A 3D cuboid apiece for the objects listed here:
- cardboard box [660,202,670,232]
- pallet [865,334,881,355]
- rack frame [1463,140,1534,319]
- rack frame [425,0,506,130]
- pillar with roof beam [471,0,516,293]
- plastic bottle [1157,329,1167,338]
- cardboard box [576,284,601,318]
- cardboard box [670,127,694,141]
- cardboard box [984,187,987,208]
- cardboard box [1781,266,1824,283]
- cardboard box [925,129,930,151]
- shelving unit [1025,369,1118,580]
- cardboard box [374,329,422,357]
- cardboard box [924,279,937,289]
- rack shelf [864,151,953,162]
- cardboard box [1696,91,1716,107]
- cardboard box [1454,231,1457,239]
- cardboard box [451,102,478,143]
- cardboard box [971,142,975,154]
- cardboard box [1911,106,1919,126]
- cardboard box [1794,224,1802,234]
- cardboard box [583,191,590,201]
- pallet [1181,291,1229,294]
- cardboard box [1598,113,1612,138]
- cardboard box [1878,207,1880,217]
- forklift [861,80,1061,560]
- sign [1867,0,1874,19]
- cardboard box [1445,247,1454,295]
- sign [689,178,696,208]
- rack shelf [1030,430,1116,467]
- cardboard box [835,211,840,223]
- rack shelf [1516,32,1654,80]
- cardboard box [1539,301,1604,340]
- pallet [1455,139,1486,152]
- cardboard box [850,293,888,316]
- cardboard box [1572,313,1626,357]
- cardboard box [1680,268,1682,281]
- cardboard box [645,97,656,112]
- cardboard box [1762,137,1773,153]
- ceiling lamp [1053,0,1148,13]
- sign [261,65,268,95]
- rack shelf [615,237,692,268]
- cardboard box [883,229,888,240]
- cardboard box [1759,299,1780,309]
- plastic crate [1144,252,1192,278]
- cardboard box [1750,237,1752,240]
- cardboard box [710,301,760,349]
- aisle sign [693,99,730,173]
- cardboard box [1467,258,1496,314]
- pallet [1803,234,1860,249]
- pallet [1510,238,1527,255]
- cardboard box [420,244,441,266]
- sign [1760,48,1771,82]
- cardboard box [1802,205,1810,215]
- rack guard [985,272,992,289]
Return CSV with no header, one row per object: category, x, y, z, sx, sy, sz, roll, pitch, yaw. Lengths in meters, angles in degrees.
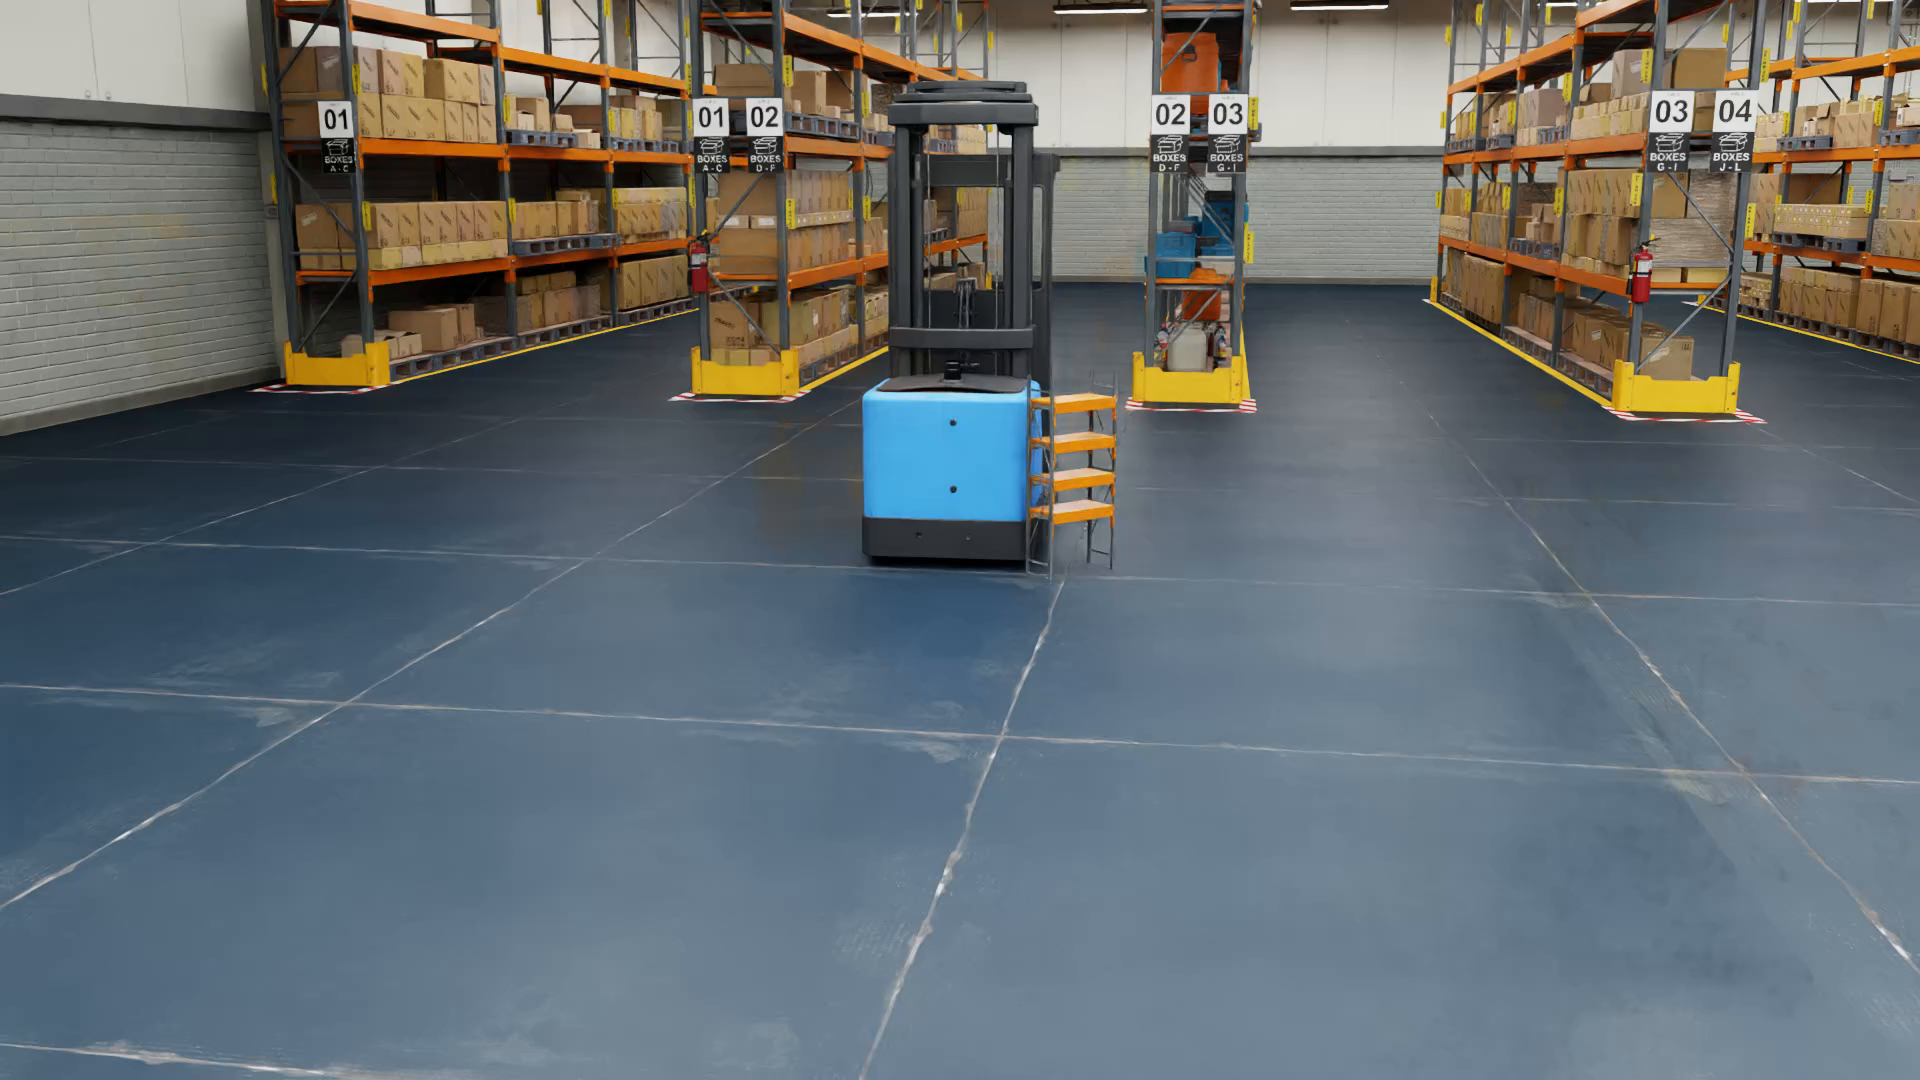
cardboard box,-5.427,-5.670,29.191,0.500,0.500,0.500,2,12,9
pallet,-1.711,-2.747,23.240,1.003,0.211,1.213,2,12,9
rack frame,9.233,-5.299,28.463,1.000,3.000,0.127,2,12,9
rack frame,-6.681,-7.048,22.338,1.000,3.000,0.127,2,12,9
pillar with roof beam,-2.867,-7.499,24.428,9.100,9.000,0.400,2,12,9
plastic bottle,2.451,-2.393,20.223,0.144,0.351,0.185,2,12,11
cardboard box,-6.125,-3.790,26.347,0.700,0.500,0.500,2,12,9
cardboard box,-5.084,-7.563,30.970,0.500,0.250,0.500,2,12,8
cardboard box,0.263,-6.890,33.232,0.500,0.500,0.500,2,12,8
cardboard box,13.743,-4.322,27.086,0.500,0.250,0.500,1,12,6
cardboard box,-0.978,-6.610,27.187,0.910,0.500,0.500,2,12,9
shelving unit,0.670,-0.399,9.995,0.503,1.200,0.258,-9,15,-35
cardboard box,-7.013,-2.443,20.548,0.500,0.311,0.500,3,13,13
cardboard box,-0.661,-4.080,27.696,0.500,0.500,0.500,2,12,8
rack shelf,-0.863,-6.319,27.784,1.077,0.370,4.000,2,12,9
cardboard box,7.658,-4.439,16.761,0.380,0.149,0.250,2,12,8
cardboard box,9.153,-5.518,30.074,0.380,0.149,0.250,2,12,8
cardboard box,-6.605,-5.422,21.629,0.500,0.500,0.500,1,12,4
cardboard box,-0.003,-7.419,31.537,0.500,0.250,0.500,2,12,9
cardboard box,13.097,-5.684,22.251,0.500,0.250,0.500,2,12,10
cardboard box,13.445,-4.918,26.293,0.380,0.149,0.250,1,12,6
cardboard box,-6.089,-5.456,26.370,0.380,0.149,0.250,0,12,1
pallet,4.789,-4.759,32.574,1.003,0.211,1.213,2,12,9
cardboard box,7.444,-4.618,18.538,0.500,0.250,0.500,2,12,8
cardboard box,13.887,-4.910,24.845,0.380,0.149,0.250,1,12,6
forklift,0.102,-1.567,11.310,1.130,2.935,3.031,2,12,7
sign,14.667,-8.567,26.795,0.100,0.325,0.005,2,12,9
cardboard box,9.828,-5.163,31.876,0.875,0.875,0.875,2,12,9
sign,-2.935,-3.825,18.313,0.100,0.325,0.005,2,12,9
rack shelf,0.670,-0.551,9.962,0.480,0.148,0.258,-9,15,-35
cardboard box,-1.733,-4.097,21.109,0.380,0.149,0.250,2,12,9
rack shelf,8.310,-6.436,22.153,1.077,0.370,4.000,2,12,9
cardboard box,8.296,-2.969,22.541,0.700,0.500,0.500,1,12,4
pallet,9.559,-7.145,30.120,1.003,0.211,1.213,2,12,9
cardboard box,-1.315,-3.381,23.759,0.500,0.311,0.500,1,12,7
cardboard box,7.901,-2.535,20.574,0.500,0.500,0.500,1,12,7
cardboard box,7.724,-2.781,17.376,0.380,0.149,0.250,2,12,9
cardboard box,-5.716,-7.699,29.415,0.500,0.250,0.500,3,12,13
cardboard box,14.015,-6.725,28.314,0.500,0.250,0.500,2,12,8
ceiling lamp,2.944,-12.717,34.785,2.000,3.185,0.800,2,12,9
sign,-7.841,-5.204,18.799,0.100,0.325,0.005,2,12,9
rack shelf,-5.758,-5.013,28.841,1.077,0.370,4.000,2,12,9
cardboard box,-1.270,-4.670,25.757,0.500,0.311,0.500,3,12,12
cardboard box,13.842,-4.022,28.306,0.380,0.149,0.250,2,12,9
plastic crate,2.274,-3.003,18.160,0.499,0.251,0.616,2,12,9
cardboard box,14.131,-5.334,29.221,0.380,0.149,0.250,2,12,8
cardboard box,-2.612,-2.472,19.094,0.500,0.500,0.500,2,12,9
aisle sign,-2.701,-4.390,18.071,0.394,0.787,0.004,2,12,9
cardboard box,9.017,-4.146,27.158,1.225,0.875,0.875,1,12,7
pallet,13.767,-4.604,25.694,1.003,0.211,1.213,2,12,9
pallet,8.613,-4.221,23.915,1.213,0.211,1.003,2,12,9
cardboard box,-6.757,-3.525,20.538,0.500,0.250,0.500,2,12,8
sign,7.923,-4.677,16.382,0.100,0.325,0.005,2,12,9
cardboard box,13.405,-5.155,25.979,0.380,0.149,0.250,2,12,11
rack guard,0.048,-5.216,34.009,1.175,0.500,0.348,2,12,9
